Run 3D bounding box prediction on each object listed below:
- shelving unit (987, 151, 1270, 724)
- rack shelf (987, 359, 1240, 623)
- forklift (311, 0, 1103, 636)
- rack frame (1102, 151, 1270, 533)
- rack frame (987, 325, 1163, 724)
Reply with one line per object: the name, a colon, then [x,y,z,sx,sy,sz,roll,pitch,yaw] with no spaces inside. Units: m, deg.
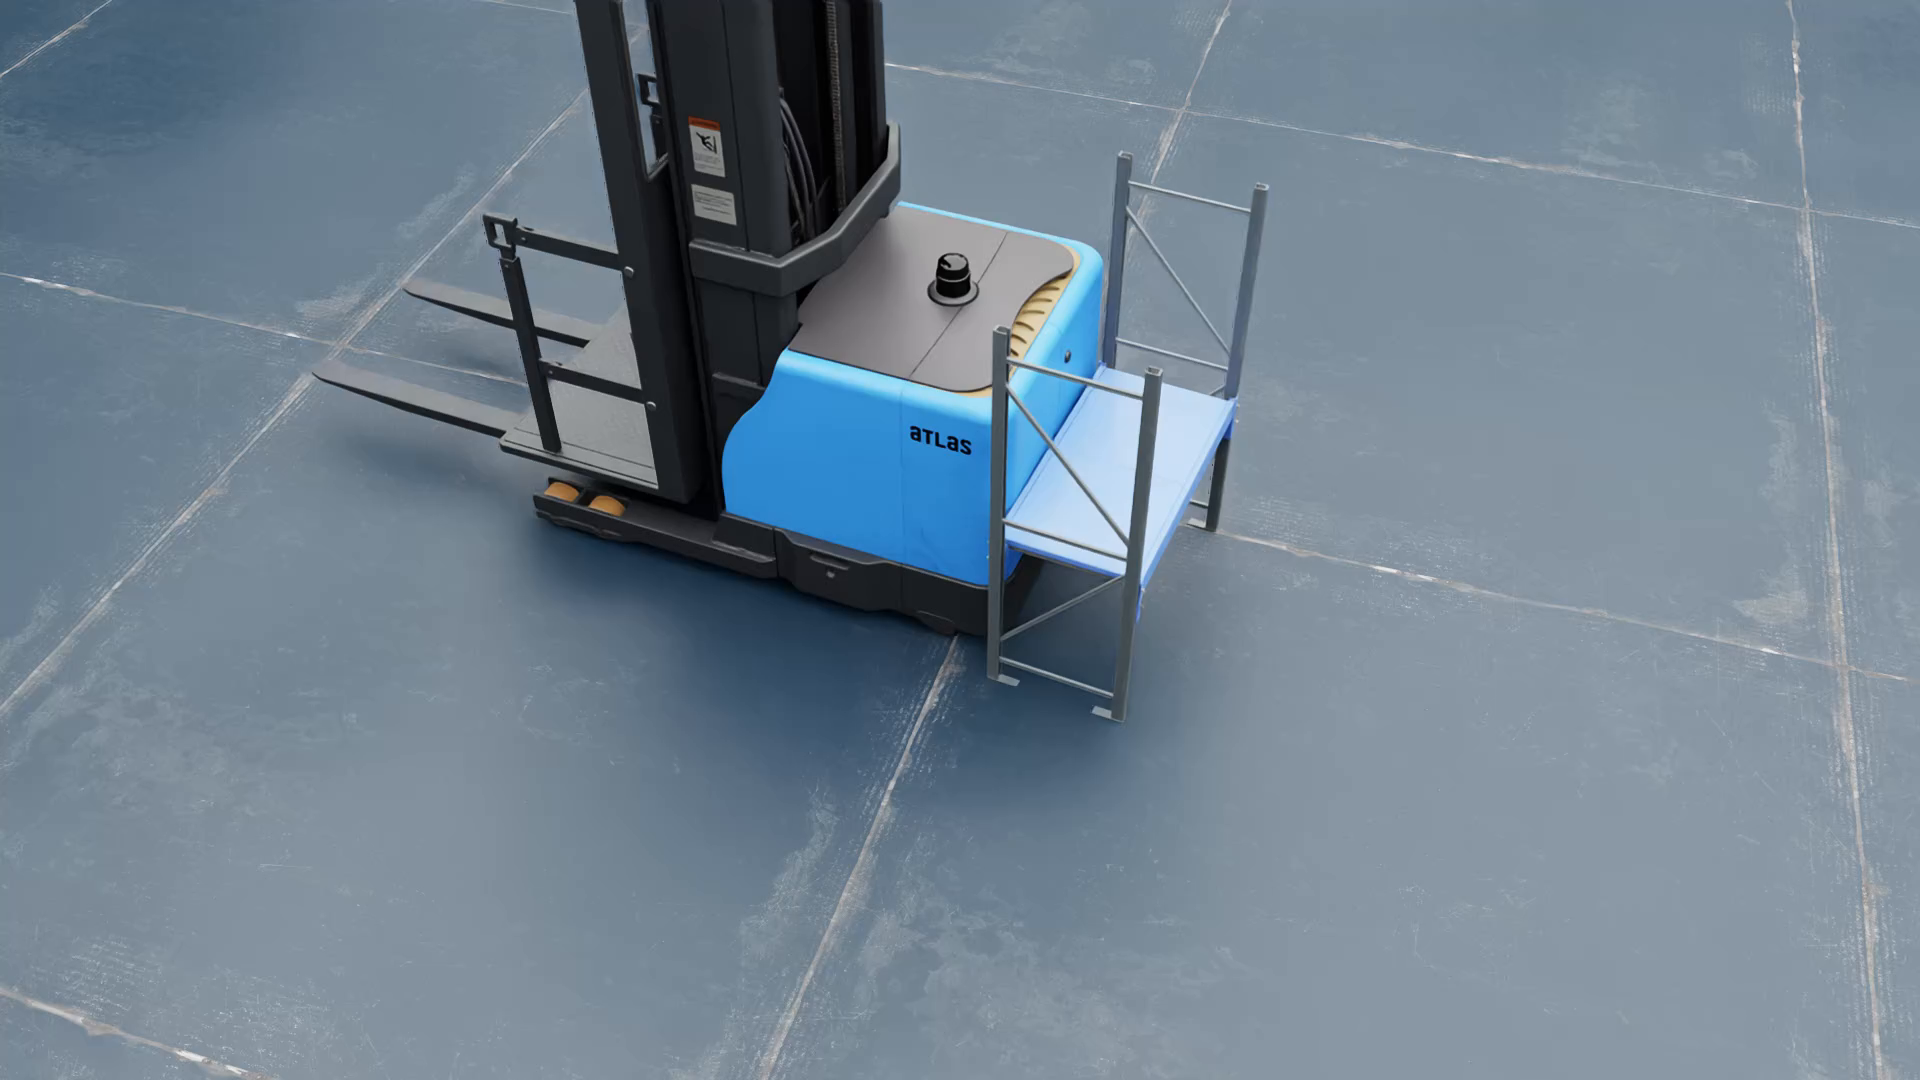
shelving unit: [0.535,-0.320,5.505,0.538,1.500,1.048,17,47,17]
rack shelf: [0.535,-0.192,5.631,0.538,0.185,1.000,17,47,17]
forklift: [-1.057,-1.375,5.560,3.031,2.935,1.130,16,47,16]
rack frame: [0.744,-0.645,5.836,0.500,1.500,0.032,17,47,17]
rack frame: [0.327,0.004,5.173,0.500,1.500,0.032,17,47,17]
